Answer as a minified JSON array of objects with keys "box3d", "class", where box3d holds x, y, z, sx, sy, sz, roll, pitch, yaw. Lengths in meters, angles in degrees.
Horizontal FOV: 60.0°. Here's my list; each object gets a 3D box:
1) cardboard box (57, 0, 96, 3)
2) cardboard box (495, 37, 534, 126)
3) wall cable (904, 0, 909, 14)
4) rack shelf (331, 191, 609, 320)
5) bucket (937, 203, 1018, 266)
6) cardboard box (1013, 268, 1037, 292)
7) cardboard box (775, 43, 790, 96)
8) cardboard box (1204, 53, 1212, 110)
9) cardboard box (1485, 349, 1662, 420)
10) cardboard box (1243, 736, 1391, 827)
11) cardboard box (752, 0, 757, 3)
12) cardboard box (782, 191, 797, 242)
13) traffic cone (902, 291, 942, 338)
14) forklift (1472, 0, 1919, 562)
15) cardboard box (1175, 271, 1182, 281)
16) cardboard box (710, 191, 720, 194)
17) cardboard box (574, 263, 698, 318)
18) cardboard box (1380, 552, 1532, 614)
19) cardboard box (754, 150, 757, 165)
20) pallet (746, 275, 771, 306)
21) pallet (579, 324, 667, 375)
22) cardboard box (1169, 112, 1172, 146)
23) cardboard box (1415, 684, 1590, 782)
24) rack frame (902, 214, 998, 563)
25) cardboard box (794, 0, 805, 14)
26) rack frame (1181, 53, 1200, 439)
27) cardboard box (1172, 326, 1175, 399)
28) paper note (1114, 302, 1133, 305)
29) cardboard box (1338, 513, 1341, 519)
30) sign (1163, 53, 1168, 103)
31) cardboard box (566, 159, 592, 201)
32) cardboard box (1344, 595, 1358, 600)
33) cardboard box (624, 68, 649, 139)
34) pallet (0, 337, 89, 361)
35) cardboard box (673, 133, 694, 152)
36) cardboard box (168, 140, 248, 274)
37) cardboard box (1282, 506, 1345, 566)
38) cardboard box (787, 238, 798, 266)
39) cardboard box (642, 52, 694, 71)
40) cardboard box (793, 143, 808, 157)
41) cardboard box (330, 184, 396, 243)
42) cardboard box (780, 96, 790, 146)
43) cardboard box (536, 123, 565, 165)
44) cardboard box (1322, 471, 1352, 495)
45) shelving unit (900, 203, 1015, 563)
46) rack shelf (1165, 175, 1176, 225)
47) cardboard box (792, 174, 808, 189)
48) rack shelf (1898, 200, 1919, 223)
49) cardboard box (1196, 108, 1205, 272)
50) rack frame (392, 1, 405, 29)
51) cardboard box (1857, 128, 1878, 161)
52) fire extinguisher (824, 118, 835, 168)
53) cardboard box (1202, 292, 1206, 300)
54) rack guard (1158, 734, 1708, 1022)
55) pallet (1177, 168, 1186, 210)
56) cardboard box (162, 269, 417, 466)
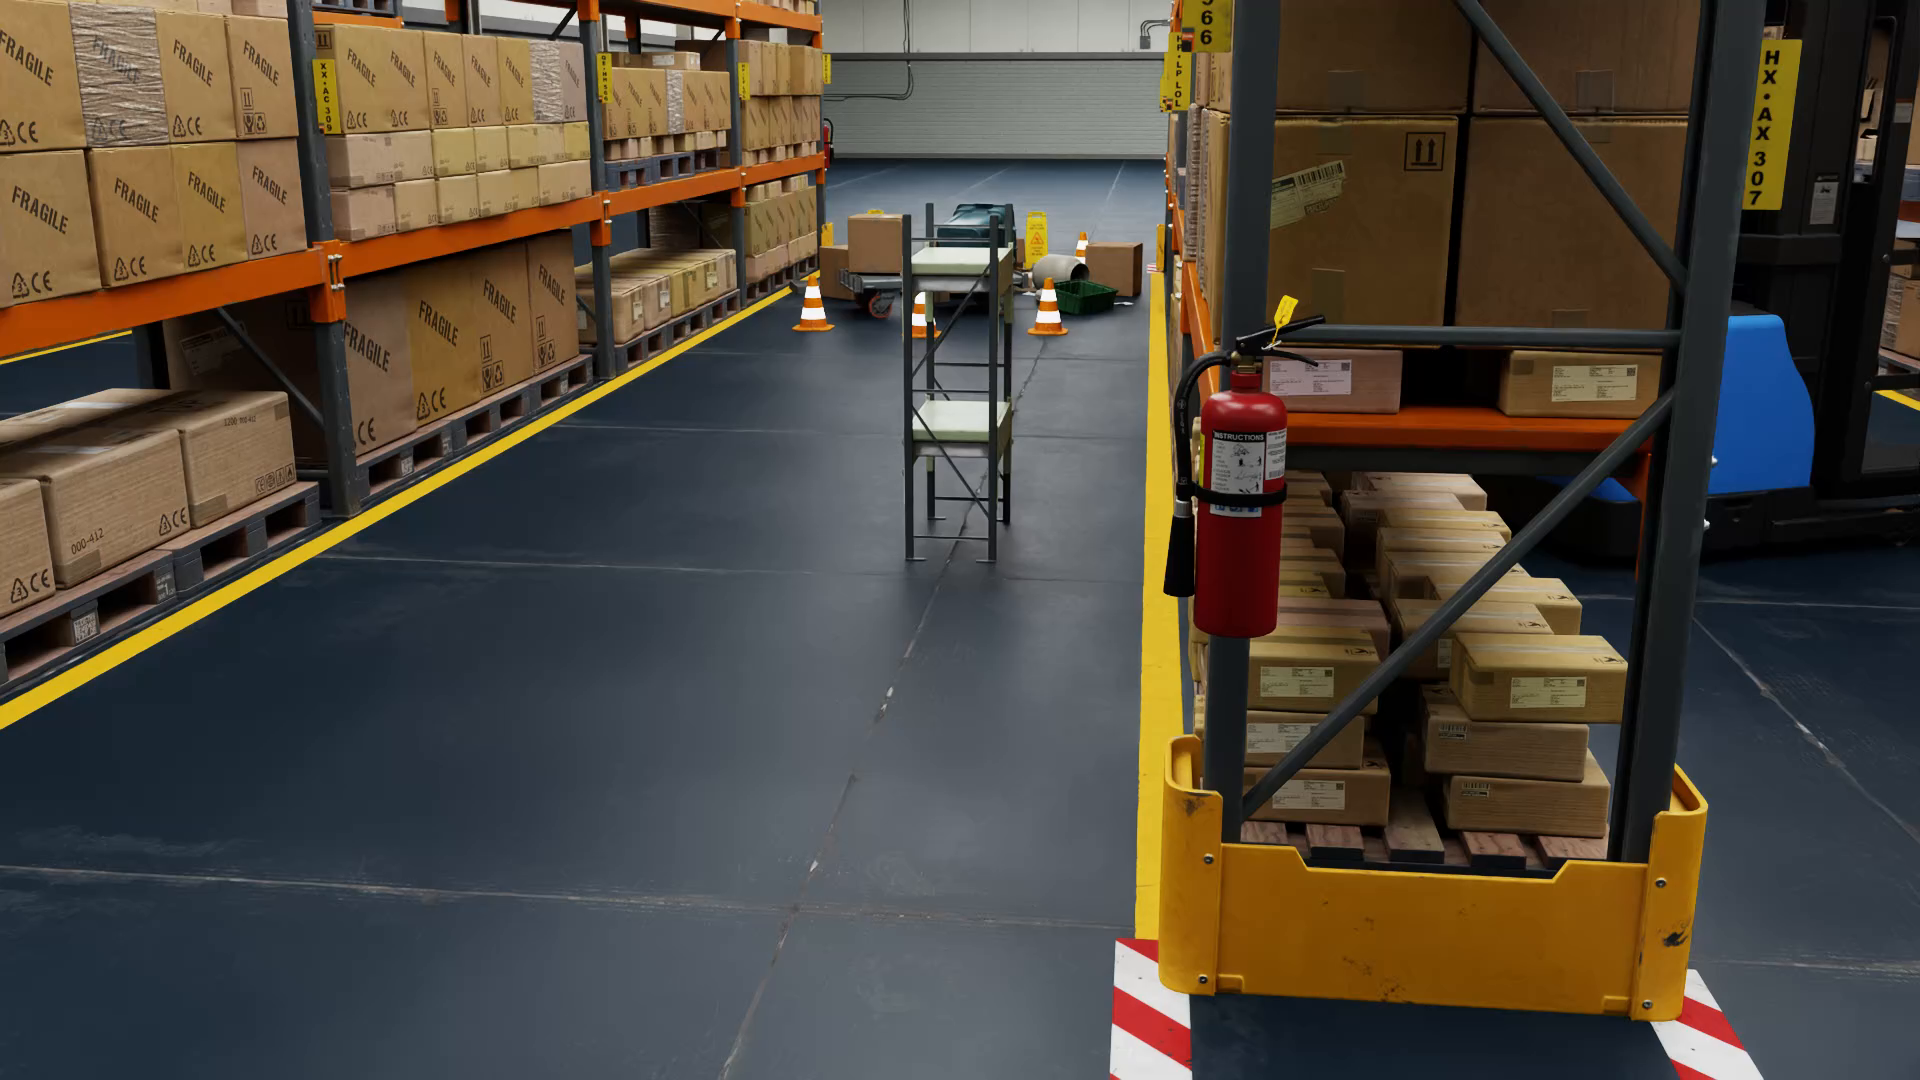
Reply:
[{"box3d":[-3.354,-1.999,5.957,0.380,0.149,0.250,1,15,5],"class":"cardboard box"},{"box3d":[-2.888,-2.738,9.935,0.500,0.500,0.500,2,15,6],"class":"cardboard box"},{"box3d":[-0.261,-16.938,49.337,3.097,2.526,0.112,2,15,6],"class":"wall cable"},{"box3d":[-3.203,-1.745,9.747,1.077,0.370,4.000,2,15,6],"class":"rack shelf"},{"box3d":[0.129,-2.786,15.576,0.726,0.611,0.620,7,27,25],"class":"bucket"},{"box3d":[0.768,-2.709,17.172,0.396,0.266,0.258,4,16,16],"class":"cardboard box"},{"box3d":[-2.098,-4.692,16.590,0.700,0.500,0.500,1,15,5],"class":"cardboard box"},{"box3d":[0.961,-1.484,4.725,0.500,0.500,0.500,2,15,9],"class":"cardboard box"},{"box3d":[1.412,-0.370,3.764,0.380,0.149,0.250,2,15,6],"class":"cardboard box"},{"box3d":[0.902,0.614,4.301,0.380,0.149,0.250,2,15,7],"class":"cardboard box"},{"box3d":[-2.176,-5.246,16.052,0.380,0.149,0.250,2,15,8],"class":"cardboard box"},{"box3d":[-2.025,-3.442,17.670,0.500,0.500,0.500,1,15,5],"class":"cardboard box"},{"box3d":[-0.314,-1.956,14.010,0.336,0.463,0.334,2,15,6],"class":"traffic cone"},{"box3d":[4.031,-1.517,7.657,3.031,2.935,1.130,-5,16,-17],"class":"forklift"},{"box3d":[1.508,-1.418,9.708,0.500,0.250,0.500,2,15,7],"class":"cardboard box"},{"box3d":[-2.562,-3.450,17.702,0.500,0.500,0.500,2,15,7],"class":"cardboard box"},{"box3d":[-2.737,-2.080,13.836,0.950,0.372,0.625,2,15,8],"class":"cardboard box"},{"box3d":[1.460,0.141,4.913,0.380,0.149,0.250,1,15,4],"class":"cardboard box"},{"box3d":[-2.195,-3.736,16.214,0.380,0.149,0.250,2,15,6],"class":"cardboard box"},{"box3d":[-2.485,-2.478,16.420,1.003,0.211,1.213,2,15,6],"class":"pallet"},{"box3d":[-2.888,-1.467,12.685,1.003,0.211,1.213,2,15,6],"class":"pallet"},{"box3d":[2.630,-4.256,17.369,0.875,0.550,0.550,2,15,6],"class":"cardboard box"},{"box3d":[1.364,0.485,4.209,0.380,0.149,0.250,2,15,9],"class":"cardboard box"},{"box3d":[-0.041,-0.631,7.122,0.400,1.500,0.023,2,15,6],"class":"rack frame"},{"box3d":[-1.896,-5.778,18.020,0.380,0.149,0.250,2,15,8],"class":"cardboard box"},{"box3d":[1.501,-1.454,7.292,1.000,3.000,0.127,2,15,6],"class":"rack frame"},{"box3d":[1.513,-1.048,9.774,0.500,0.500,0.500,1,15,5],"class":"cardboard box"},{"box3d":[1.580,-2.297,16.097,0.147,0.020,0.142,-10,18,-32],"class":"paper note"},{"box3d":[1.565,0.005,5.983,0.380,0.149,0.250,1,15,4],"class":"cardboard box"},{"box3d":[1.401,-3.066,11.035,0.100,0.325,0.005,2,15,6],"class":"sign"},{"box3d":[-2.776,-2.400,11.078,0.500,0.250,0.500,1,15,4],"class":"cardboard box"},{"box3d":[1.015,0.267,5.017,0.380,0.149,0.250,2,15,6],"class":"cardboard box"},{"box3d":[-2.645,-3.251,12.372,0.500,0.500,0.500,2,15,9],"class":"cardboard box"},{"box3d":[-7.778,-1.622,13.258,1.003,0.211,1.213,2,15,6],"class":"pallet"},{"box3d":[-2.439,-3.324,13.885,0.380,0.149,0.250,2,15,6],"class":"cardboard box"},{"box3d":[-3.279,-1.360,6.755,0.500,0.500,0.500,1,15,5],"class":"cardboard box"},{"box3d":[1.053,-0.011,5.474,0.380,0.149,0.250,1,15,4],"class":"cardboard box"},{"box3d":[-2.018,-3.074,17.746,0.500,0.250,0.500,1,15,4],"class":"cardboard box"},{"box3d":[-2.426,-3.979,13.821,0.380,0.149,0.250,1,15,4],"class":"cardboard box"},{"box3d":[-1.872,-4.259,18.147,0.380,0.149,0.250,2,15,7],"class":"cardboard box"},{"box3d":[-3.117,-1.607,8.148,0.500,0.250,0.500,1,15,5],"class":"cardboard box"},{"box3d":[-2.059,-4.339,17.199,0.500,0.500,0.500,2,15,7],"class":"cardboard box"},{"box3d":[-2.834,-2.514,10.541,0.500,0.250,0.500,1,15,5],"class":"cardboard box"},{"box3d":[1.603,-0.270,6.433,0.380,0.149,0.250,2,15,8],"class":"cardboard box"},{"box3d":[0.001,-0.726,7.473,0.431,1.500,0.755,2,15,6],"class":"shelving unit"},{"box3d":[2.178,-2.663,13.141,1.077,0.370,4.000,2,15,6],"class":"rack shelf"},{"box3d":[-1.880,-3.924,18.210,0.380,0.149,0.250,2,15,8],"class":"cardboard box"},{"box3d":[7.095,-2.491,12.504,1.077,0.370,4.000,2,15,6],"class":"rack shelf"},{"box3d":[1.022,-1.127,5.321,0.500,0.500,0.500,2,15,9],"class":"cardboard box"},{"box3d":[-7.007,-4.831,19.782,1.000,3.000,0.127,2,15,6],"class":"rack frame"},{"box3d":[6.789,-2.897,12.083,0.396,0.266,0.258,1,15,5],"class":"cardboard box"},{"box3d":[-1.604,-4.665,19.314,0.296,0.674,0.183,2,15,6],"class":"fire extinguisher"},{"box3d":[1.044,-0.926,5.821,0.380,0.149,0.250,2,15,9],"class":"cardboard box"},{"box3d":[1.059,0.770,3.855,1.175,0.500,0.348,2,15,6],"class":"rack guard"},{"box3d":[1.978,-2.211,10.459,1.213,0.211,1.003,2,15,6],"class":"pallet"},{"box3d":[-3.438,-0.914,8.561,0.875,0.875,0.875,2,15,8],"class":"cardboard box"}]
